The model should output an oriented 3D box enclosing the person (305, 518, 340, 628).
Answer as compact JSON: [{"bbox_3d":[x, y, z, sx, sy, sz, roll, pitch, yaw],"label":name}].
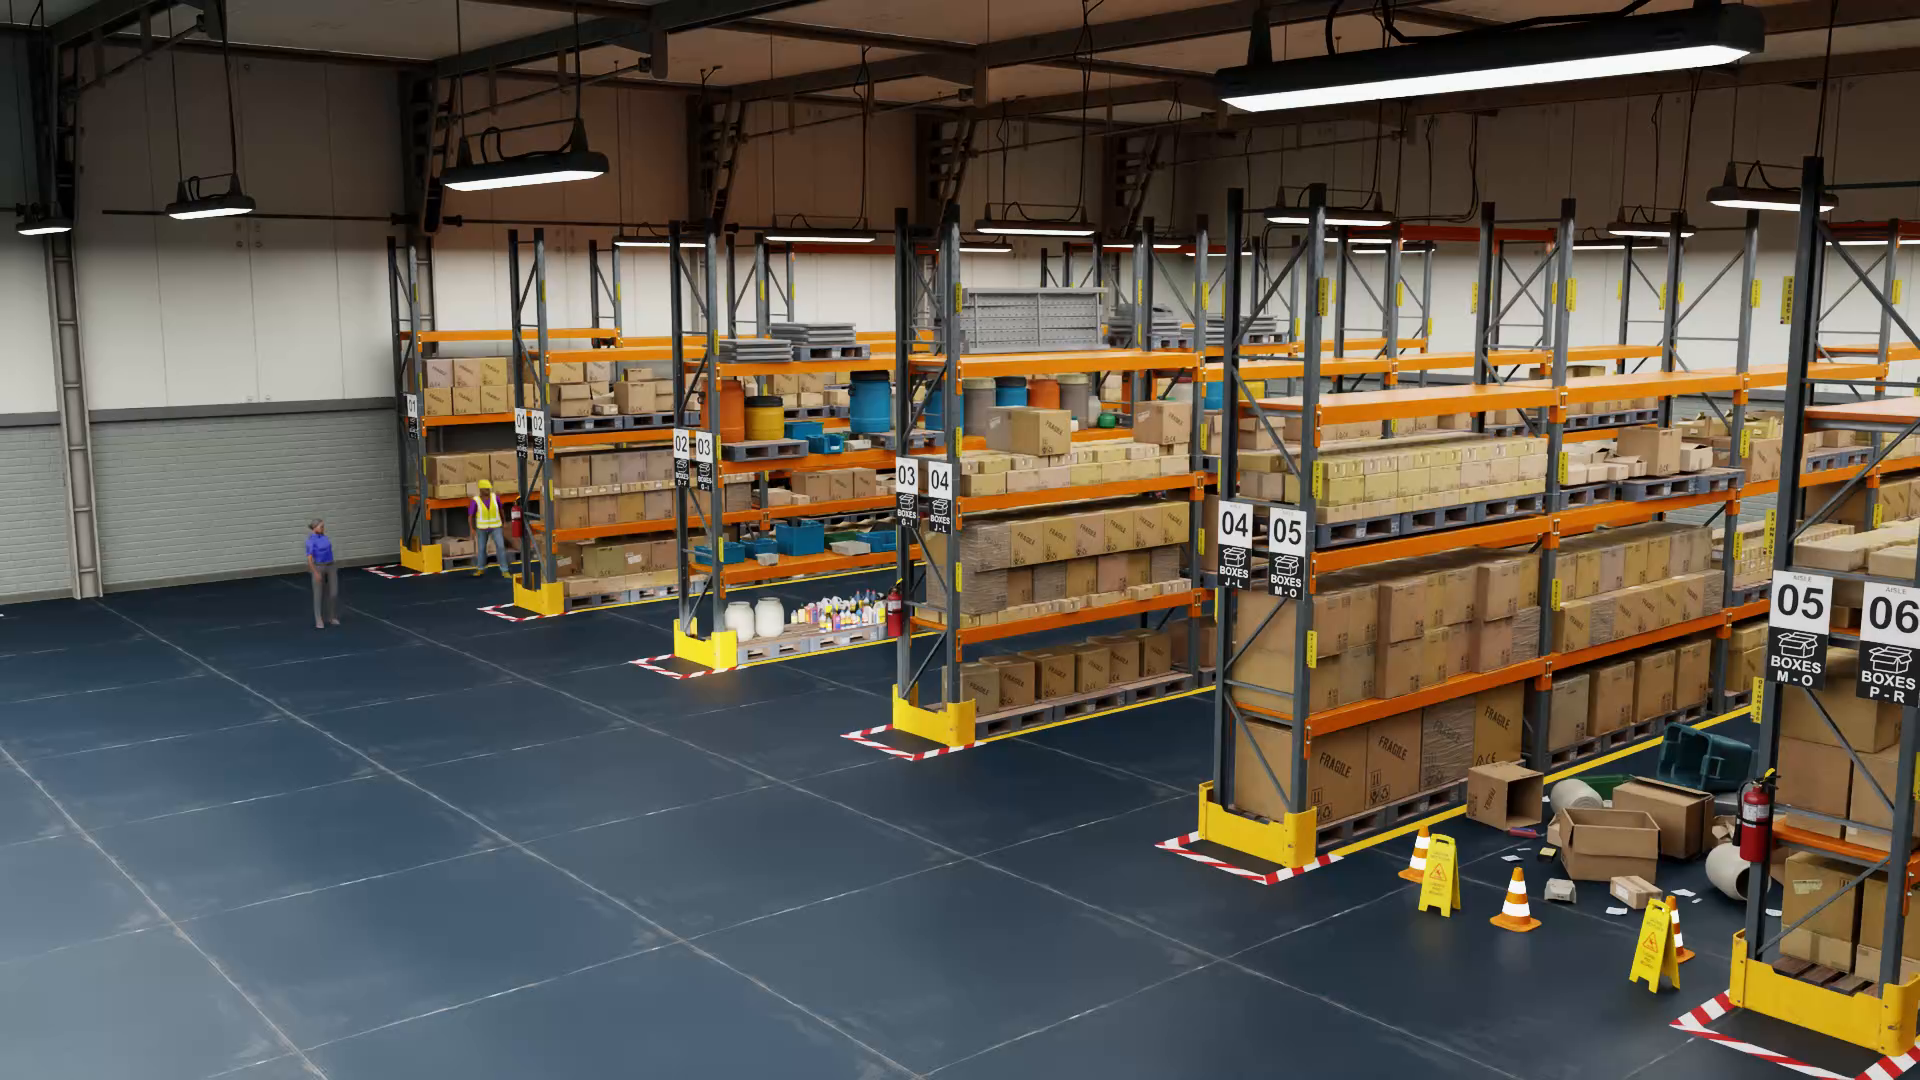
[{"bbox_3d":[-9.633,0.512,25.185,0.466,1.708,0.524,8,12,42],"label":"person"}]

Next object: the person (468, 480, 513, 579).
[{"bbox_3d":[-8.323,-0.202,29.407,0.706,1.760,0.661,-3,9,-18],"label":"person"}]

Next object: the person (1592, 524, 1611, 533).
[{"bbox_3d":[9.512,0.565,24.641,0.707,1.645,0.506,-8,12,-42],"label":"person"}]
